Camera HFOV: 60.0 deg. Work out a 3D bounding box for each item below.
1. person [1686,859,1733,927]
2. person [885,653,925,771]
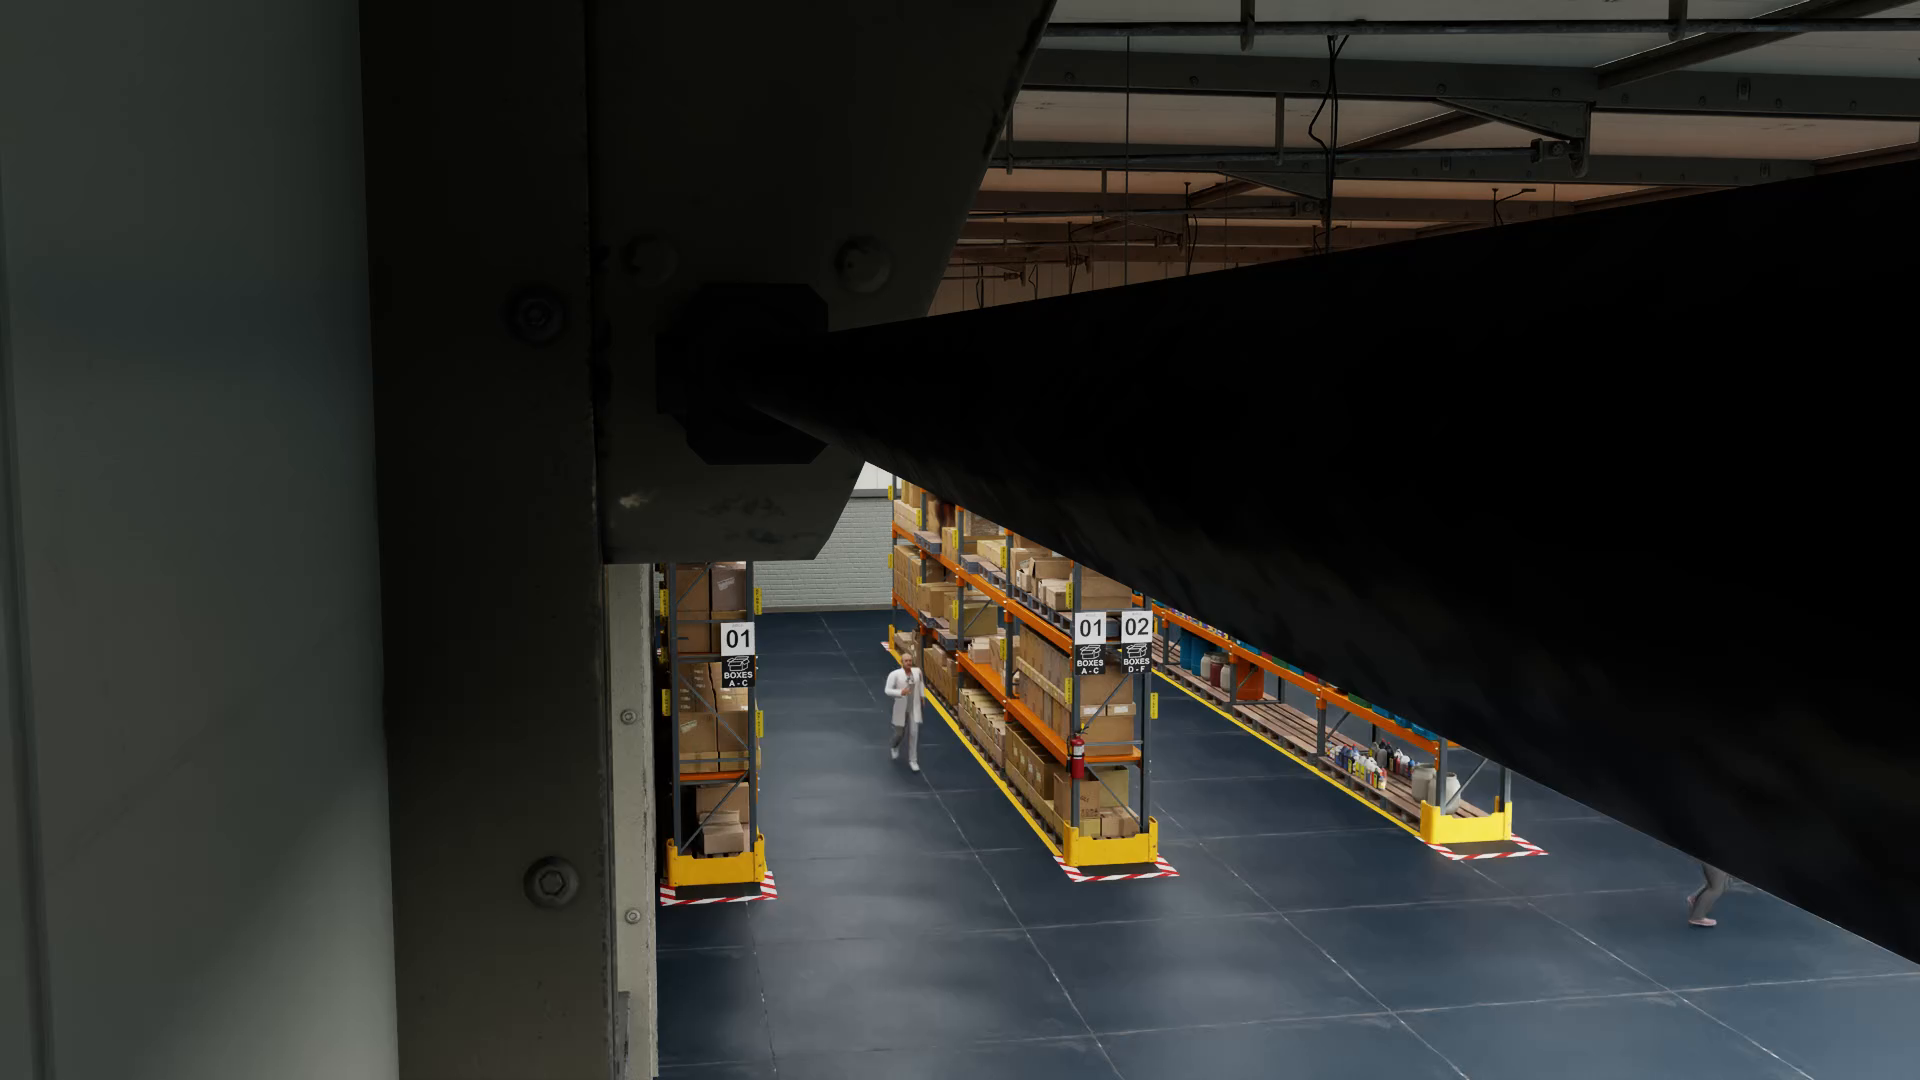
[{"bbox_3d":[8.463,3.517,18.583,0.542,1.611,0.565,1,6,12],"label":"person"},{"bbox_3d":[-0.848,2.630,25.879,0.713,1.767,1.001,-2,7,-19],"label":"person"}]
